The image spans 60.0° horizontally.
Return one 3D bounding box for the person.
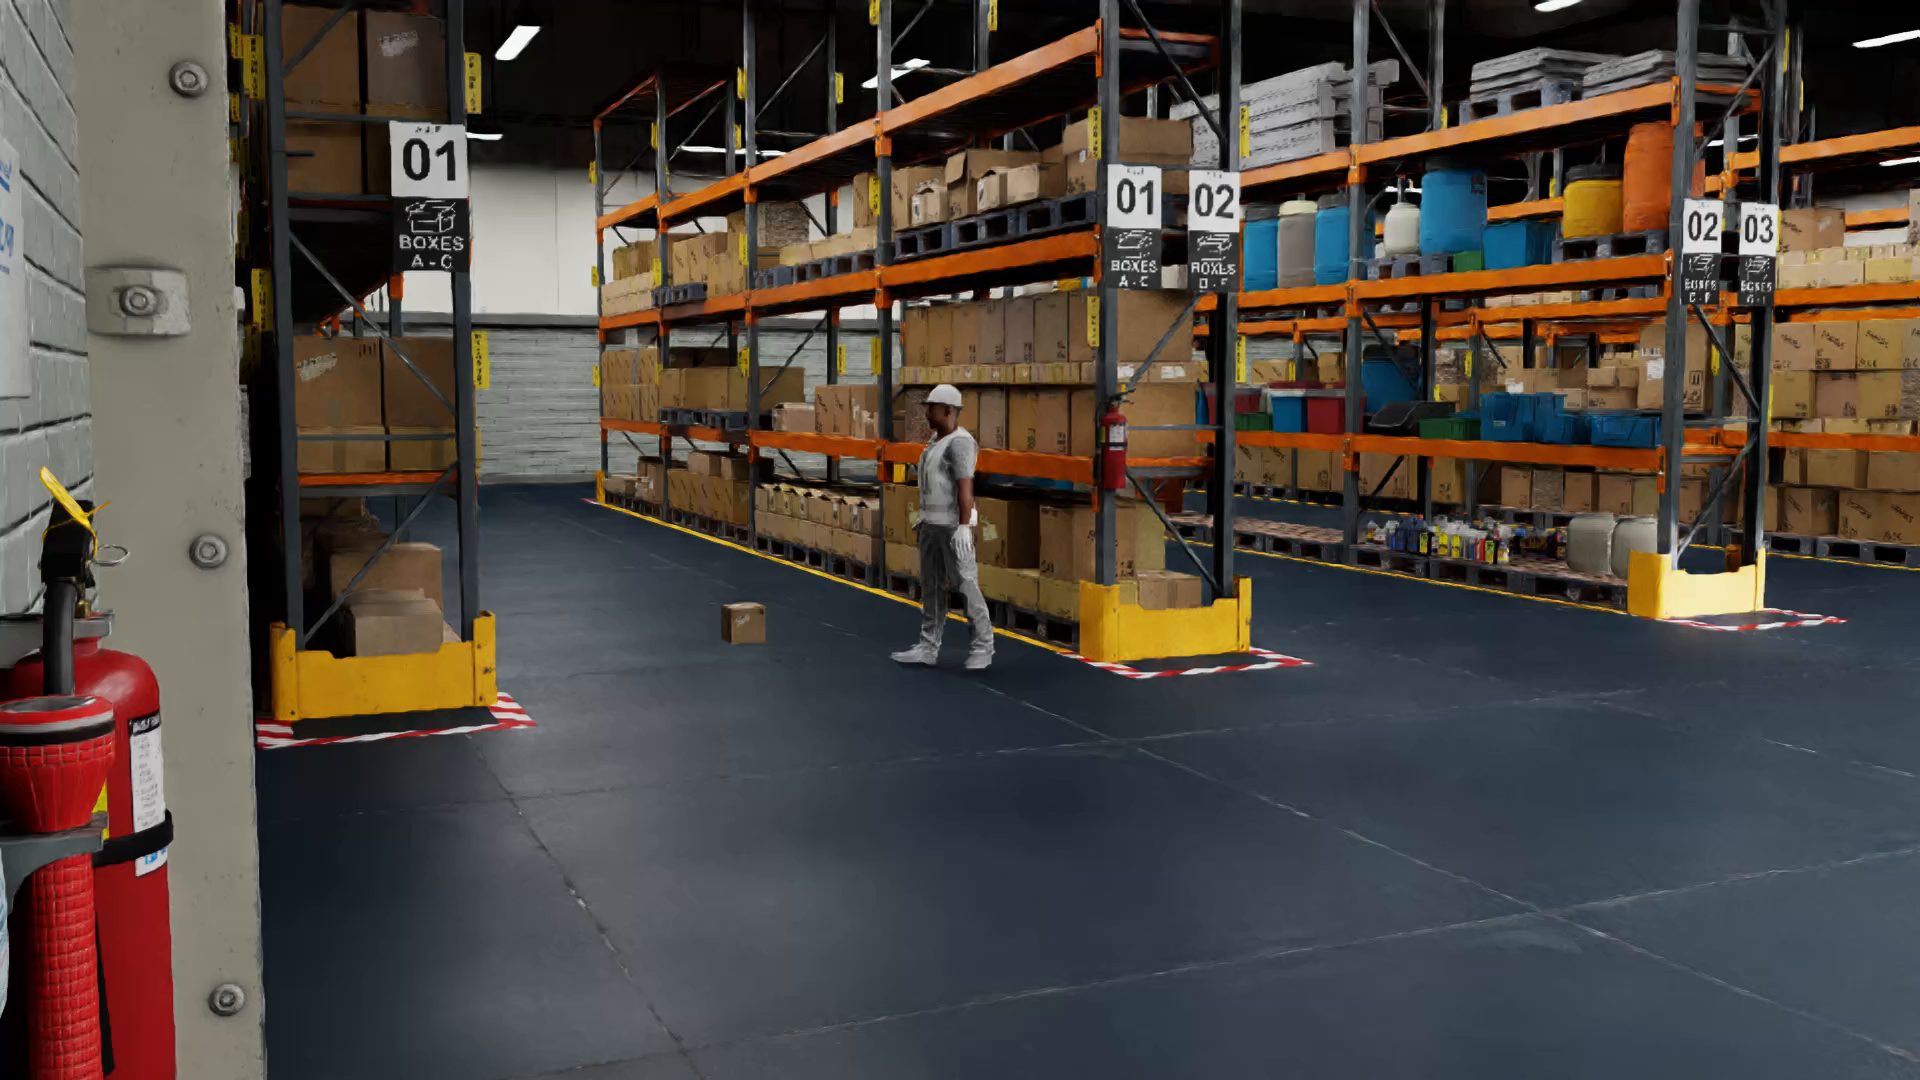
[{"bbox_3d":[-0.128,-0.089,10.512,0.589,1.787,0.734,-2,6,-22],"label":"person"}]
